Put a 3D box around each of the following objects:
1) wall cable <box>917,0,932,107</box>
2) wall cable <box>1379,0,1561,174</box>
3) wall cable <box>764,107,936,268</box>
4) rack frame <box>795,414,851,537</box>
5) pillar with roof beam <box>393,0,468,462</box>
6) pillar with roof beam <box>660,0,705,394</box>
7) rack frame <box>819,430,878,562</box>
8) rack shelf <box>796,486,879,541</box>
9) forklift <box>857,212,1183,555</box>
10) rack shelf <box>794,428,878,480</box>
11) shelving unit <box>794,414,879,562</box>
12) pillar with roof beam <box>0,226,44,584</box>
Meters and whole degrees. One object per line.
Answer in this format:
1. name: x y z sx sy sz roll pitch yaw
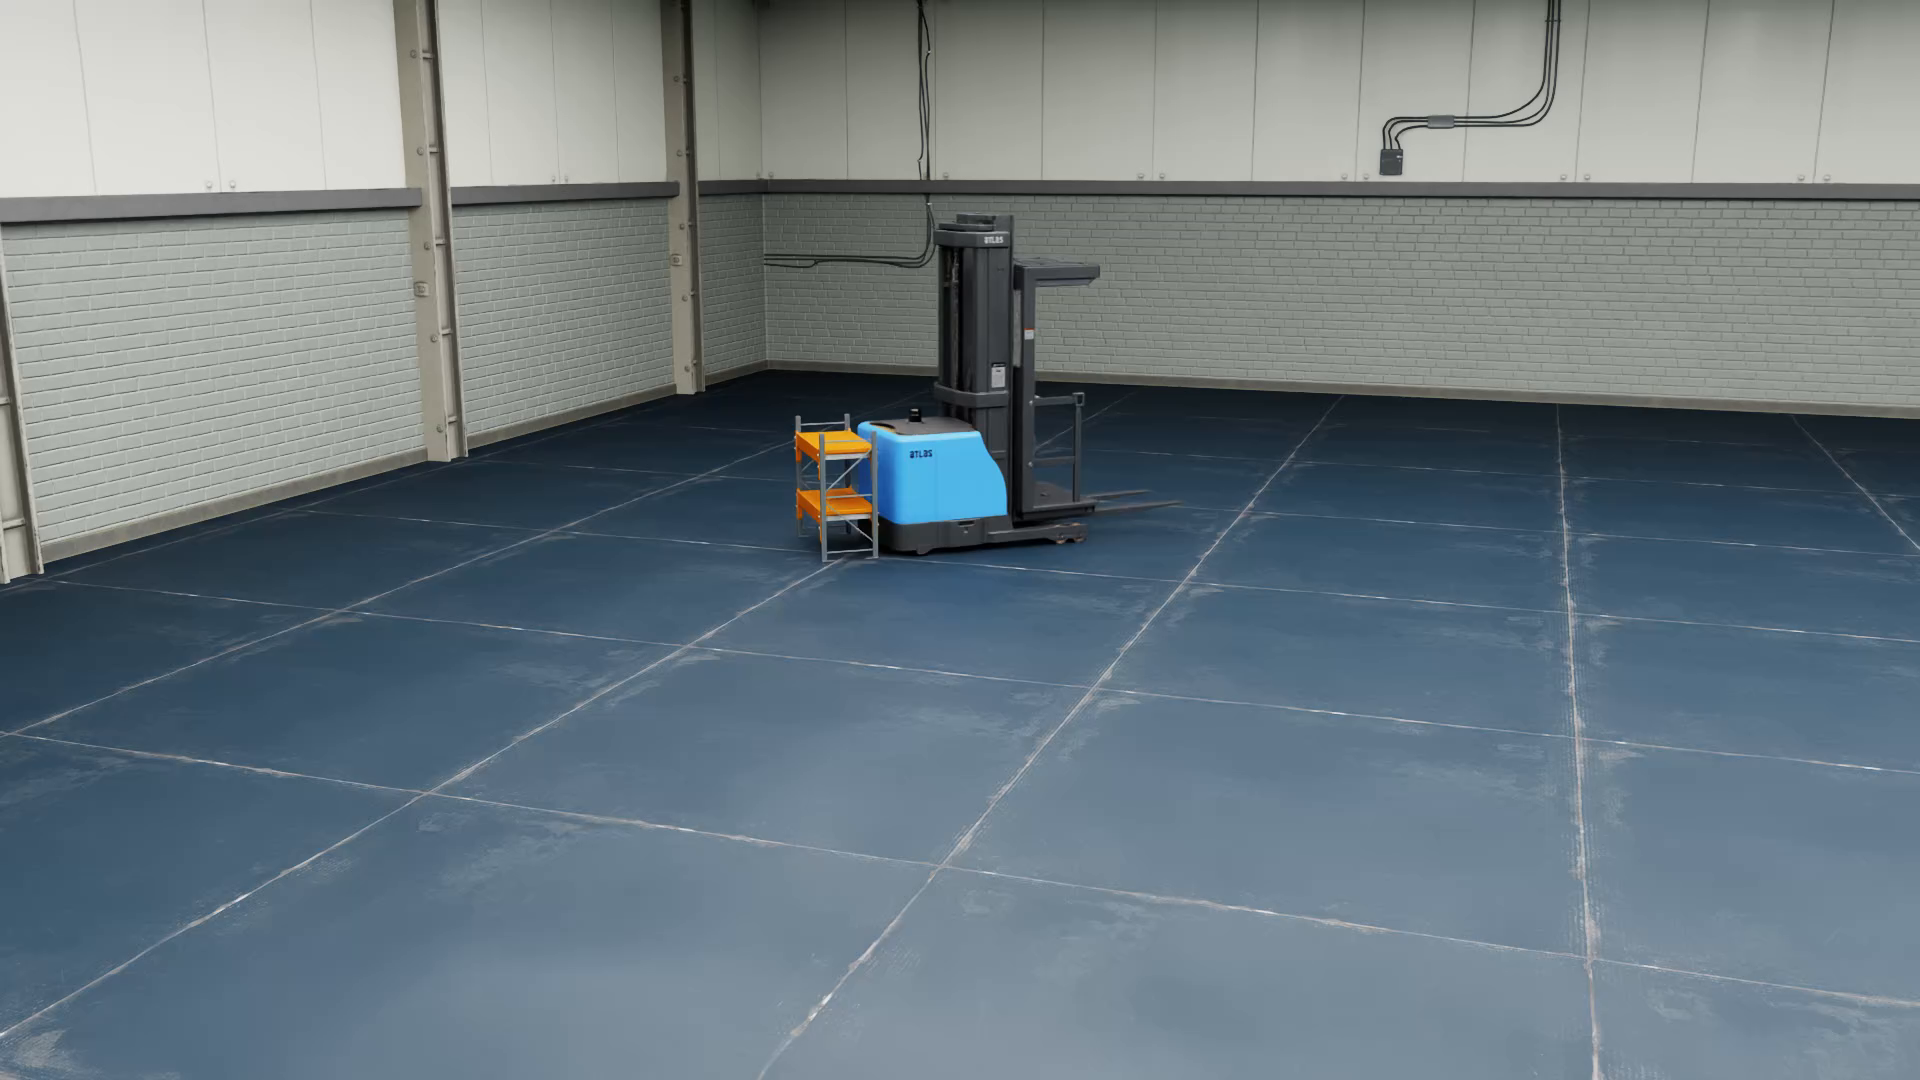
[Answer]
1. wall cable: 0.710 -7.886 25.205 3.097 2.526 0.112 4 14 18
2. wall cable: 7.128 -8.103 22.887 2.305 6.003 0.169 4 14 18
3. wall cable: -1.850 -5.618 26.621 3.097 2.526 0.112 4 14 18
4. rack frame: -1.257 -0.592 15.318 0.500 1.125 0.032 -4 13 -17
5. pillar with roof beam: -1.922 -5.034 17.082 9.100 9.000 0.400 4 14 18
6. pillar with roof beam: 0.019 -6.297 22.617 9.100 9.000 0.400 4 14 18
7. rack frame: -0.960 -0.376 14.370 0.500 1.125 0.032 -4 13 -17
8. rack shelf: -1.108 -0.246 14.898 0.538 0.278 1.000 -4 13 -17
9. forklift: 0.612 -1.500 15.236 3.031 2.935 1.130 -6 14 -24
10. rack shelf: -1.108 -0.770 14.779 0.538 0.278 1.000 -4 13 -17
11. shelving unit: -1.108 -0.484 14.844 0.538 1.125 1.048 -4 13 -17
12. pillar with roof beam: -3.864 -3.770 11.547 9.100 9.000 0.400 4 14 18
